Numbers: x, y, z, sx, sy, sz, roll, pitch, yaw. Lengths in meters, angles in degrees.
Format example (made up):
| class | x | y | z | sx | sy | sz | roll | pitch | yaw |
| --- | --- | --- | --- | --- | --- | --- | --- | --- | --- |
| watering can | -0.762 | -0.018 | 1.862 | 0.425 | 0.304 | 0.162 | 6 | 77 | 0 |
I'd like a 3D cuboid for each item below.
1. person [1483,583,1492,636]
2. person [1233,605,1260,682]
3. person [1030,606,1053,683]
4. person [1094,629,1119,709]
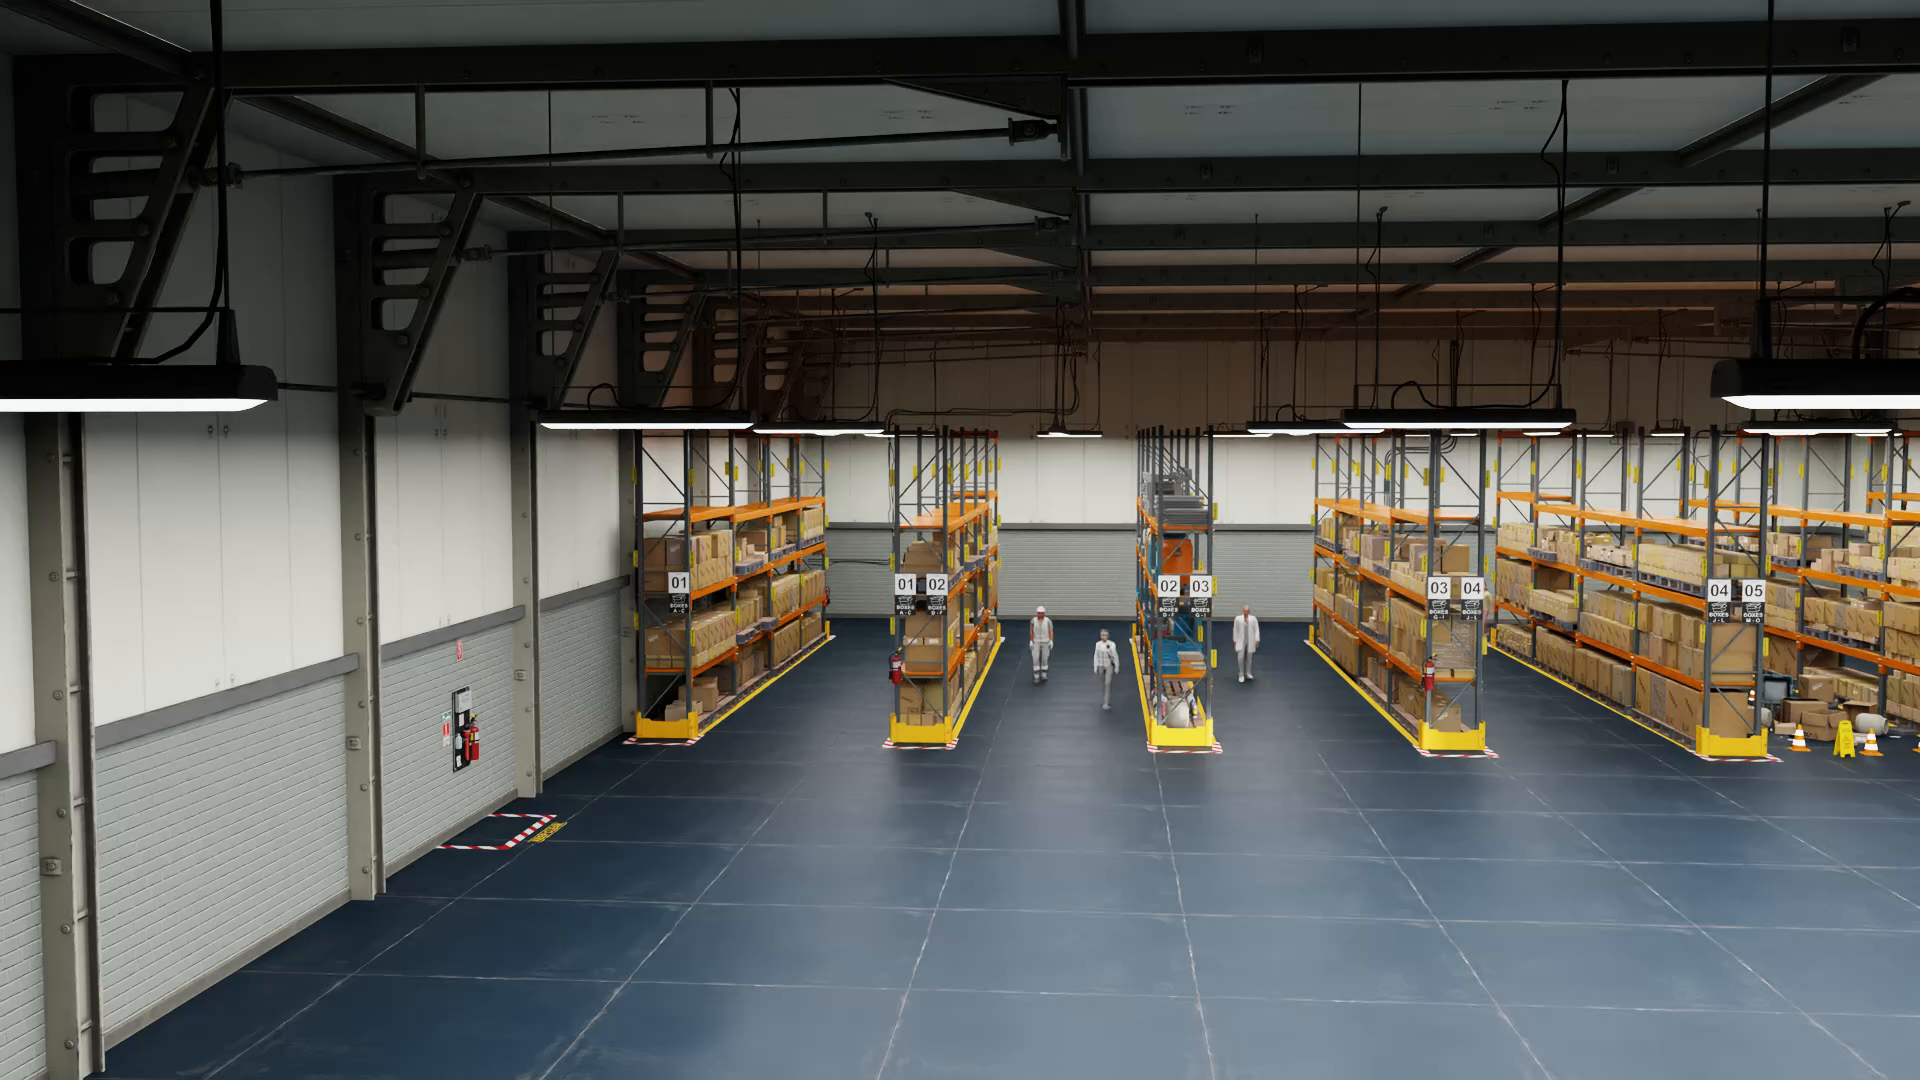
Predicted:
| class | x | y | z | sx | sy | sz | roll | pitch | yaw |
| --- | --- | --- | --- | --- | --- | --- | --- | --- | --- |
| person | 15.048 | 2.015 | 47.873 | 0.488 | 1.599 | 1.093 | 3 | 4 | 40 |
| person | 6.831 | 2.471 | 39.646 | 0.621 | 1.831 | 0.626 | 0 | 3 | 8 |
| person | 1.930 | 2.476 | 39.415 | 0.583 | 1.830 | 0.566 | 0 | 3 | 8 |
| person | 3.119 | 2.743 | 35.758 | 0.516 | 1.666 | 0.828 | 2 | 4 | 32 |
